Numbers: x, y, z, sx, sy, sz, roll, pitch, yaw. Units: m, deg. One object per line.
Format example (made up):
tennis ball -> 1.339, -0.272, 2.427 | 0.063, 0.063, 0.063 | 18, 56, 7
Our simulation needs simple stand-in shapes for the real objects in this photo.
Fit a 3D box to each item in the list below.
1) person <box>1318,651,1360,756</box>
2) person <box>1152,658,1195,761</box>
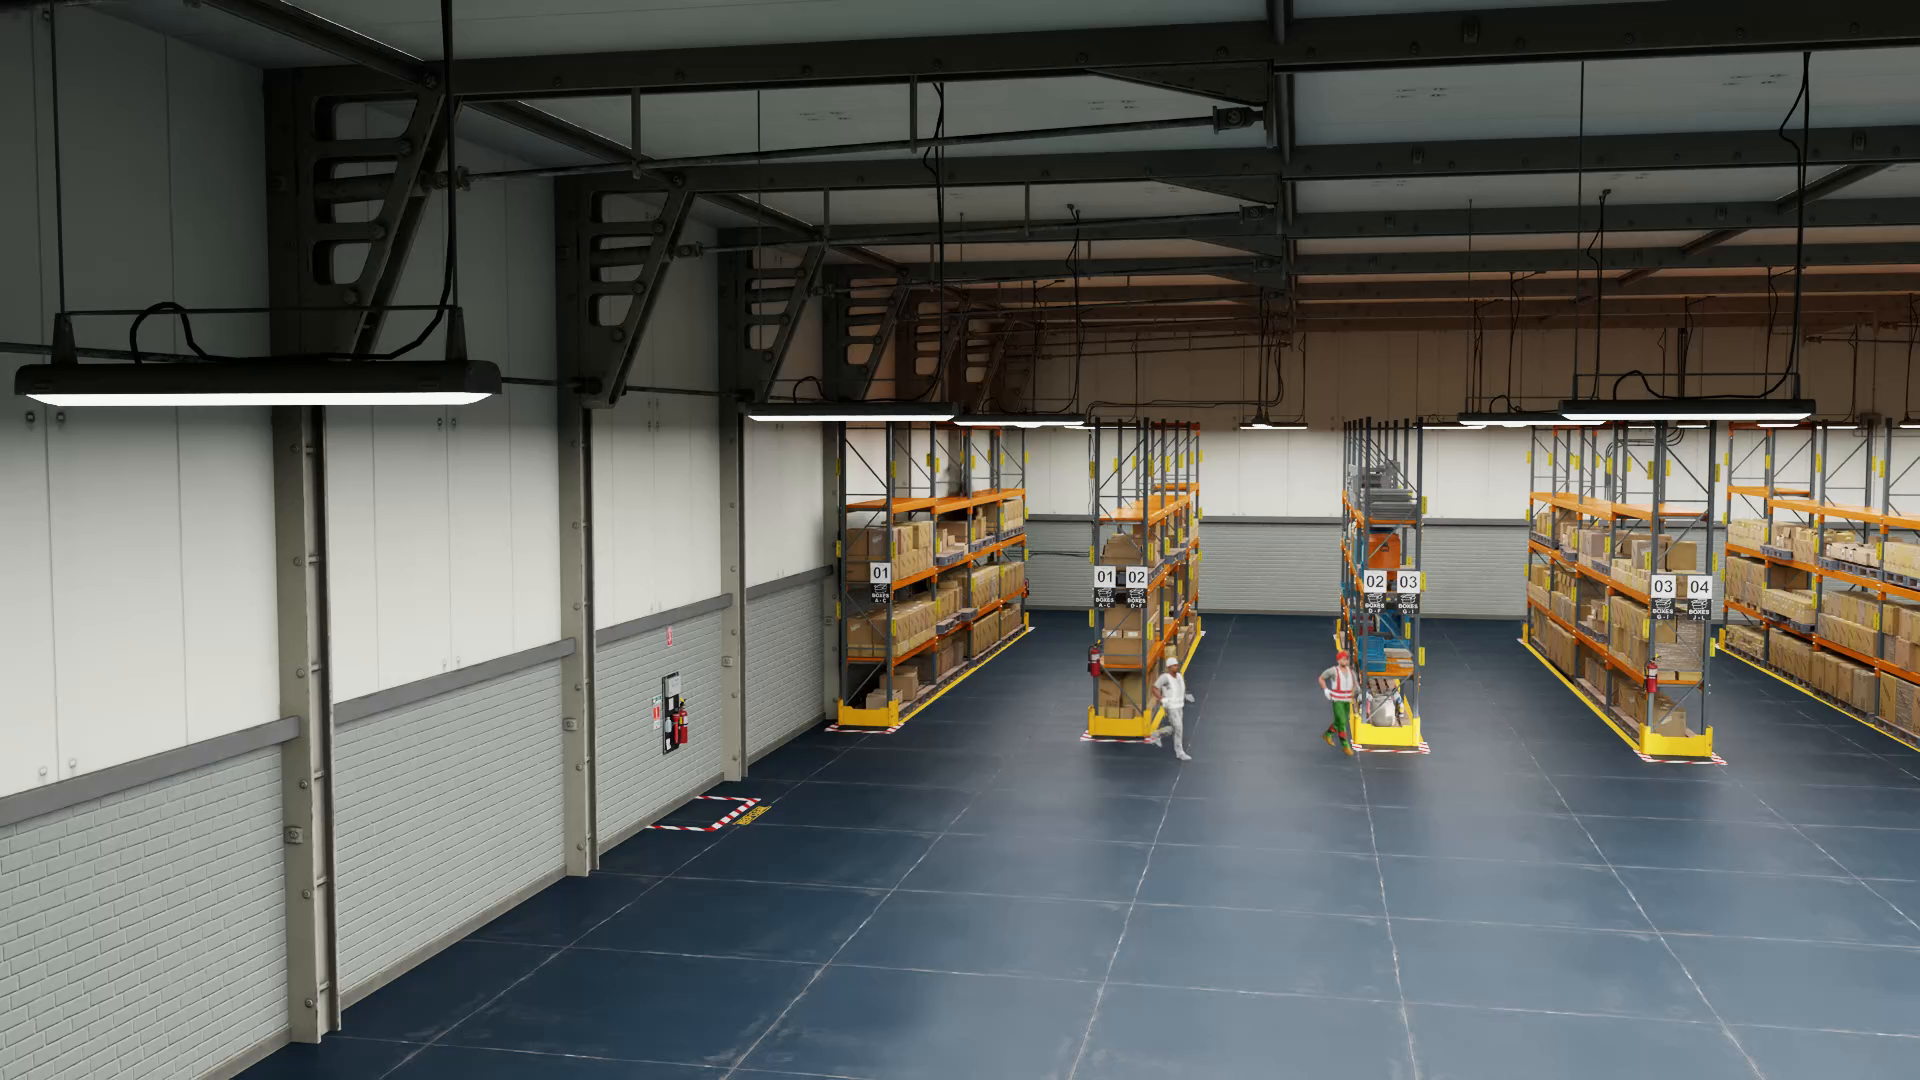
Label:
person -> 6.809, 2.876, 29.670 | 0.656, 1.786, 0.971 | -2, 4, -26
person -> 3.710, 2.951, 29.254 | 0.884, 1.775, 0.681 | 3, 5, 41
